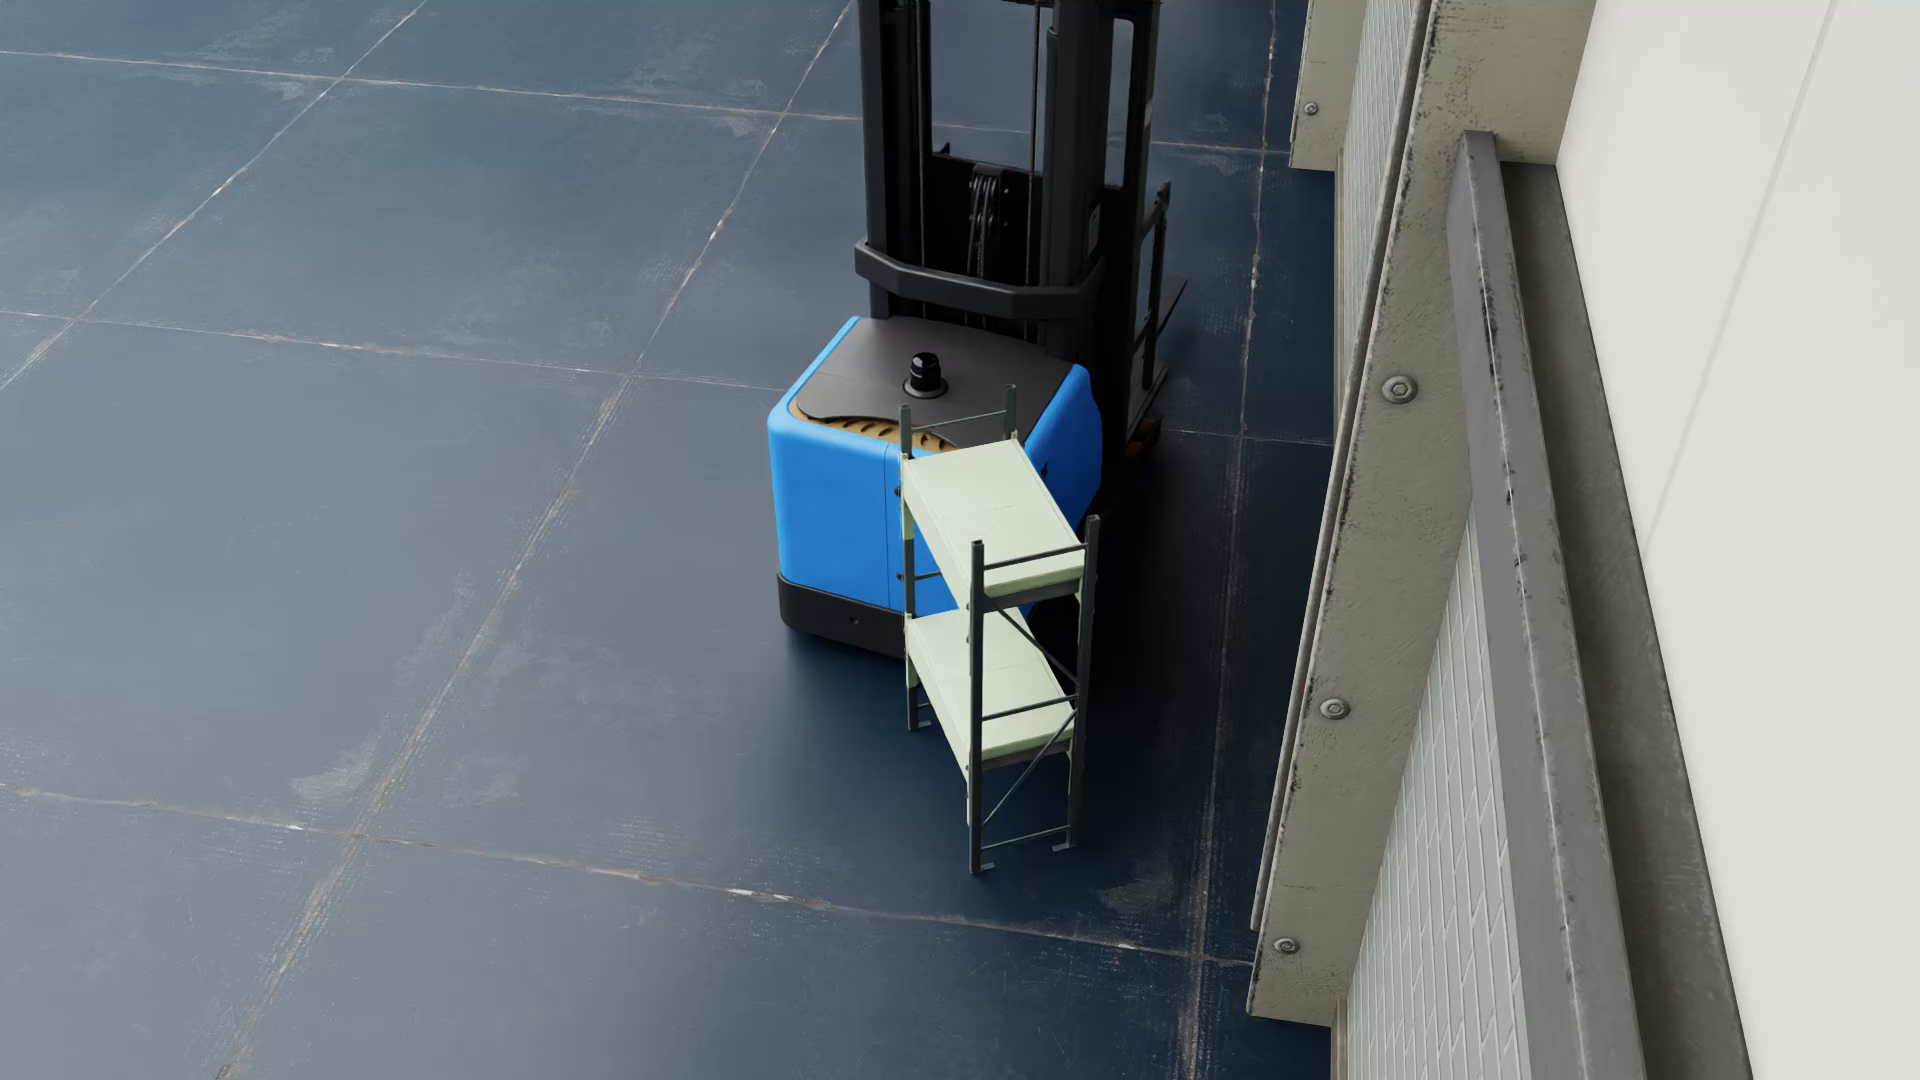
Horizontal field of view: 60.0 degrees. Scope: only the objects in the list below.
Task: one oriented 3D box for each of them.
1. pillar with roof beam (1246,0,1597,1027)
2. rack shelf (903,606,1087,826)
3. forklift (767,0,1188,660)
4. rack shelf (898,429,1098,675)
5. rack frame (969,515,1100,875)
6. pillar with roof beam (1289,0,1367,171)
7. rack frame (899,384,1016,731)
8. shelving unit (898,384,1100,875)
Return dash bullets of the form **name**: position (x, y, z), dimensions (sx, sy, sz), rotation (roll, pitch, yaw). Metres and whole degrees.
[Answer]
- **pillar with roof beam**: position (-3.125, -2.513, 3.227), dimensions (9.100, 9.000, 0.400), rotation (6, 40, 8)
- **rack shelf**: position (0.110, 0.579, 5.885), dimensions (0.431, 0.370, 0.720), rotation (-12, 41, -14)
- **forklift**: position (0.290, -1.510, 6.776), dimensions (1.130, 2.935, 3.031), rotation (14, 42, 17)
- **rack shelf**: position (0.110, 0.026, 5.428), dimensions (0.431, 0.370, 0.720), rotation (-12, 41, -14)
- **rack frame**: position (0.226, 0.548, 5.410), dimensions (0.400, 1.500, 0.023), rotation (-12, 41, -14)
- **pillar with roof beam**: position (-2.087, -6.279, 7.782), dimensions (9.100, 9.000, 0.400), rotation (6, 40, 8)
- **rack frame**: position (-0.006, 0.106, 5.945), dimensions (0.400, 1.500, 0.023), rotation (-12, 41, -14)
- **shelving unit**: position (0.110, 0.327, 5.677), dimensions (0.431, 1.500, 0.755), rotation (-12, 41, -14)
